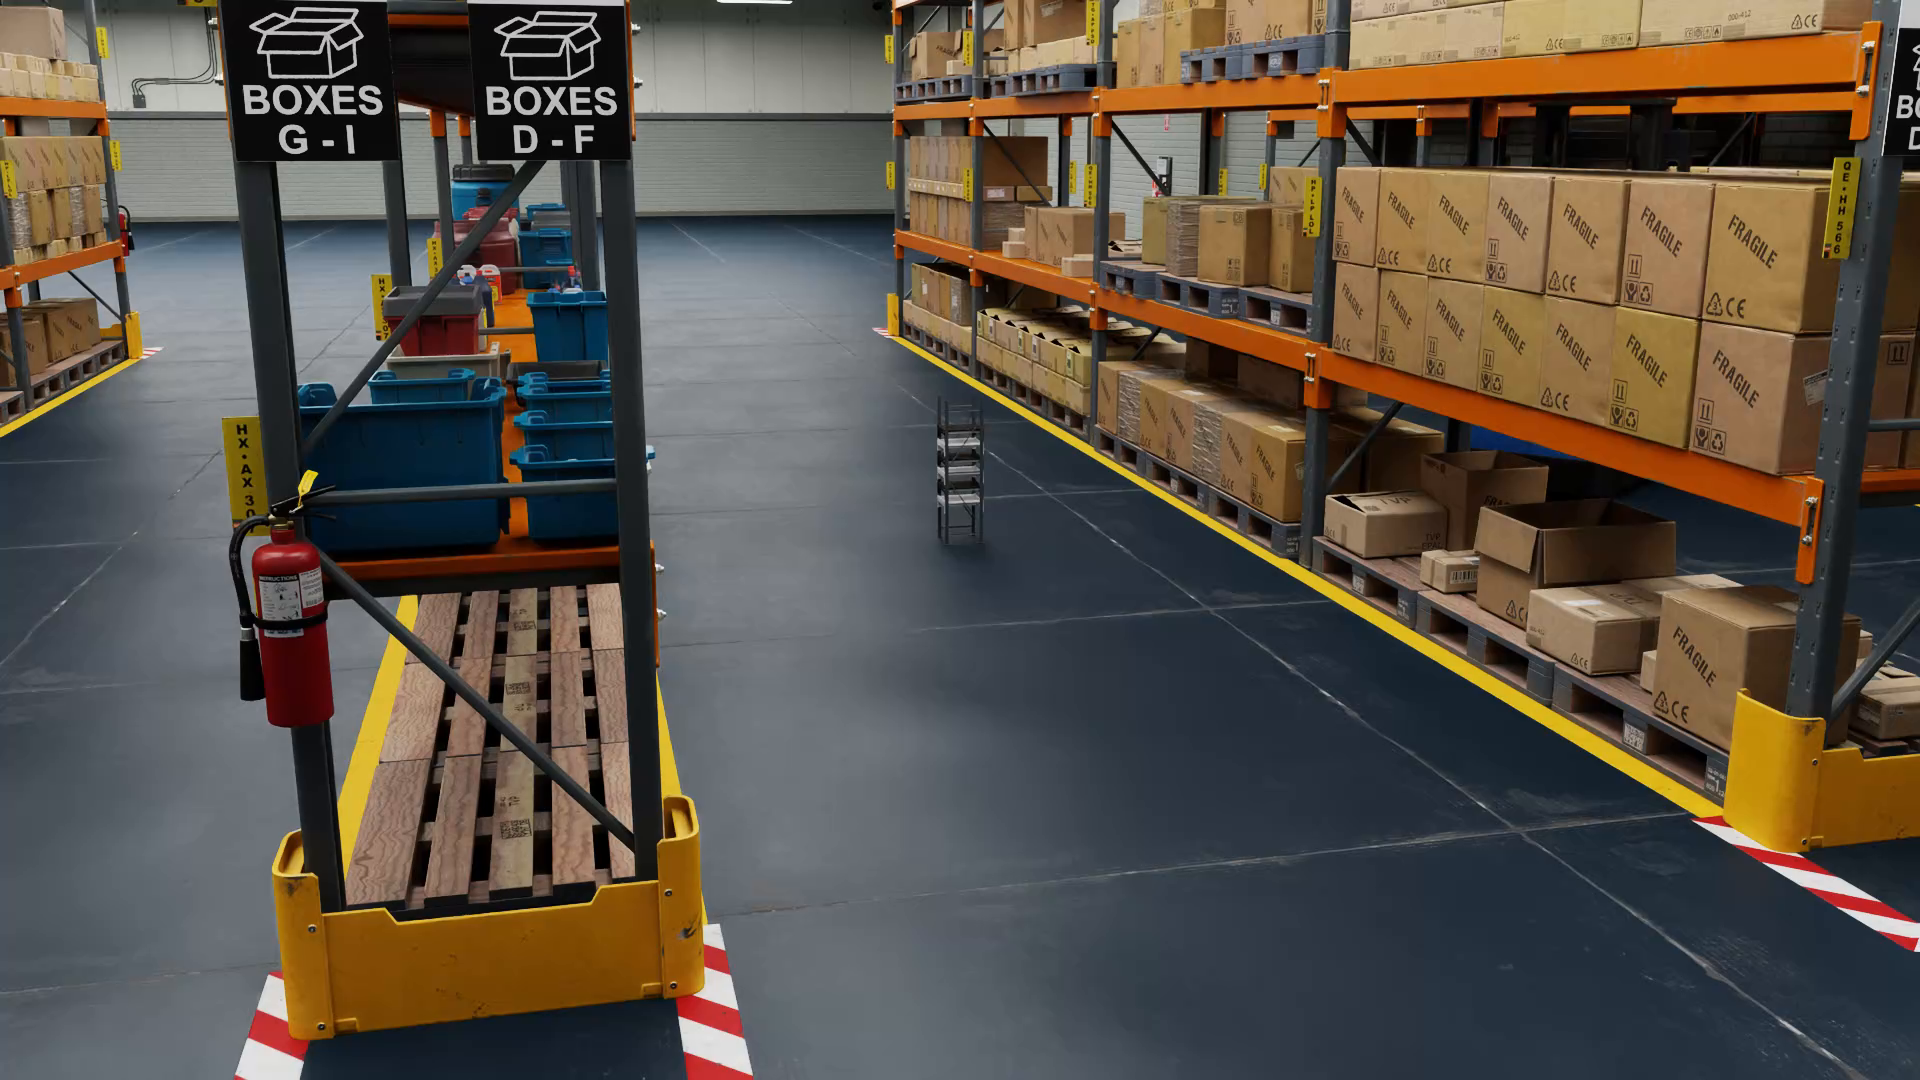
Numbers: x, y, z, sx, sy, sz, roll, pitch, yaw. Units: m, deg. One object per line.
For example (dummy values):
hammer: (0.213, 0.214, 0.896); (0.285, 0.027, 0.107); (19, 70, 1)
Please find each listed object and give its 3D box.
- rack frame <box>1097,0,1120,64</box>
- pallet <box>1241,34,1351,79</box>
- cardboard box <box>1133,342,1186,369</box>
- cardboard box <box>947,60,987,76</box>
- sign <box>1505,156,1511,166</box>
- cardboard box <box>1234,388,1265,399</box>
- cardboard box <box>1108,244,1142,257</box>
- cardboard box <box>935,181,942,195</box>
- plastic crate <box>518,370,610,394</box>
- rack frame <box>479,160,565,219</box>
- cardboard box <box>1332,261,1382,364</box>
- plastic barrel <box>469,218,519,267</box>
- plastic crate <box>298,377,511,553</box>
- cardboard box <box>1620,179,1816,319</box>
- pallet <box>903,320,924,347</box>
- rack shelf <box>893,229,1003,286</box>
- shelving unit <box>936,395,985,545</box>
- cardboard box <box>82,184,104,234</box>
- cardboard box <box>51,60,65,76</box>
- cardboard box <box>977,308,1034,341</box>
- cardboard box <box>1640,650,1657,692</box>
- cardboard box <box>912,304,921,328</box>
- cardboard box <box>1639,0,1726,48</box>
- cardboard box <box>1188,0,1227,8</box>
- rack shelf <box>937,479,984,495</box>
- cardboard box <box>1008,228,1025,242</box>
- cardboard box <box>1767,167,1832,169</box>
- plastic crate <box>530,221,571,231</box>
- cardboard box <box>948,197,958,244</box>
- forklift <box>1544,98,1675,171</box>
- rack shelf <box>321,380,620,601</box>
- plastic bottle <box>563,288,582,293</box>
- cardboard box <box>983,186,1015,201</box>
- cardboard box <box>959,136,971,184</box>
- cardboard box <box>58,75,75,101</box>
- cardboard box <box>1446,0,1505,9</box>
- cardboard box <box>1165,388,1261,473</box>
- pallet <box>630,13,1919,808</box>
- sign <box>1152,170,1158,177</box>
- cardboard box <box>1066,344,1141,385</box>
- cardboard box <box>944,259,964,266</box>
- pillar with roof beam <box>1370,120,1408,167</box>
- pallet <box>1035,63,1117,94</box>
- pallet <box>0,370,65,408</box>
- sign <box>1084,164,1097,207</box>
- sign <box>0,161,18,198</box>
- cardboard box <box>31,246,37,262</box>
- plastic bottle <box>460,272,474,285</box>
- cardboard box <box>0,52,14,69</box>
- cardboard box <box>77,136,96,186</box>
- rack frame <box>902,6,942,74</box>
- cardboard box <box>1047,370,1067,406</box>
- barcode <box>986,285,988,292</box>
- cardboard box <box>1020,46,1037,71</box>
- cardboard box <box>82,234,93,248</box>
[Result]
rack frame: (1.560, -5.159, 12.584); (1.000, 3.000, 0.127); (-3, 14, -13)
pallet: (2.414, -2.842, 9.817); (1.213, 0.211, 1.003); (-3, 14, -13)
cardboard box: (1.722, -1.523, 14.067); (0.500, 0.311, 0.500); (-3, 14, -11)
cardboard box: (0.072, -5.038, 17.757); (0.380, 0.149, 0.250); (-3, 14, -13)
sign: (5.973, -4.039, 18.199); (0.100, 0.325, 0.005); (-3, 14, -13)
cardboard box: (2.258, -0.802, 11.728); (0.500, 0.500, 0.500); (-4, 14, -15)
cardboard box: (1.517, -2.288, 13.660); (0.500, 0.311, 0.500); (-2, 14, -10)
cardboard box: (-0.076, -3.997, 18.890); (0.380, 0.149, 0.250); (-3, 14, -13)
plastic crate: (-1.495, -0.520, 6.463); (0.416, 0.233, 0.300); (-3, 14, -13)
rack frame: (-5.135, -3.815, 19.723); (1.000, 3.000, 0.127); (-3, 14, -13)
cardboard box: (2.354, -1.238, 8.963); (0.500, 0.500, 0.500); (-3, 14, -12)
plastic barrel: (-3.804, -2.347, 13.476); (0.421, 0.512, 0.421); (0, 14, 0)
plastic crate: (-1.637, -0.237, 4.877); (0.616, 0.435, 0.499); (-3, 14, -13)
cardboard box: (2.948, -1.138, 6.446); (0.500, 0.500, 0.500); (-3, 14, -12)
pallet: (-4.296, -5.899, 22.211); (7.996, 5.868, 8.017); (-3, 14, -13)
rack shelf: (0.151, -3.280, 19.047); (1.077, 0.370, 4.000); (-3, 14, -13)
shelving unit: (0.002, -0.435, 10.313); (0.258, 0.900, 0.210); (-3, 14, -13)
cardboard box: (-9.613, -3.495, 17.576); (0.875, 0.500, 0.500); (-3, 14, -13)
cardboard box: (-9.282, -4.770, 16.787); (0.380, 0.149, 0.250); (-4, 14, -16)
cardboard box: (0.475, -2.199, 16.836); (0.500, 0.311, 0.500); (-3, 14, -13)
cardboard box: (3.064, 0.553, 6.886); (0.380, 0.166, 0.250); (-3, 14, -13)
cardboard box: (-0.288, -2.708, 20.098); (0.500, 0.250, 0.500); (-3, 14, -13)
cardboard box: (2.955, -2.003, 6.303); (0.500, 0.250, 0.500); (-3, 14, -13)
cardboard box: (1.896, -3.900, 11.433); (0.500, 0.500, 0.500); (-3, 14, -13)
rack shelf: (0.002, -0.315, 10.342); (0.258, 0.077, 0.200); (-3, 14, -13)
cardboard box: (0.779, -2.984, 16.636); (0.500, 0.250, 0.500); (-2, 14, -10)
cardboard box: (6.851, -2.879, 13.432); (0.500, 0.250, 0.500); (-4, 14, -15)
plastic crate: (-3.338, -2.391, 13.757); (0.402, 0.464, 0.583); (-3, 14, -13)
cardboard box: (0.266, -3.556, 18.450); (0.700, 0.500, 0.500); (-3, 14, -12)
forklift: (5.413, -2.194, 13.234); (1.260, 2.935, 5.027); (10, 17, 36)
rack shelf: (-1.847, -0.331, 6.566); (0.919, 0.124, 3.809); (-3, 14, -13)
plastic bottle: (-2.327, -1.382, 10.024); (0.152, 0.276, 0.135); (-3, 14, -13)
cardboard box: (0.348, -3.582, 17.192); (0.380, 0.149, 0.250); (-3, 14, -13)
cardboard box: (0.390, -4.065, 17.801); (0.700, 0.500, 0.500); (-3, 14, -13)
cardboard box: (-9.357, -4.593, 16.901); (0.500, 0.250, 0.500); (-3, 14, -12)
cardboard box: (2.597, -2.592, 7.659); (0.500, 0.250, 0.500); (-3, 14, -13)
cardboard box: (1.758, -0.767, 11.586); (0.500, 0.500, 0.500); (-4, 14, -15)
pallet: (-5.602, -7.268, 27.534); (7.867, 5.999, 48.037); (-3, 14, -13)
sign: (3.511, -6.617, 30.000); (0.001, 0.109, 0.331); (-3, 14, -13)
cardboard box: (1.198, -1.493, 13.944); (0.500, 0.311, 0.500); (-3, 14, -12)
cardboard box: (0.096, -3.216, 20.599); (0.500, 0.500, 0.500); (-3, 14, -13)
pillar with roof beam: (1.316, -6.929, 19.826); (9.100, 9.000, 0.400); (-3, 14, -13)
pallet: (1.314, -3.762, 13.583); (1.213, 0.211, 1.003); (-3, 14, -11)
pallet: (-9.202, -1.415, 15.773); (1.003, 0.211, 1.213); (-3, 14, -13)
sign: (1.021, -2.776, 13.029); (0.100, 0.325, 0.005); (-3, 14, -13)
sign: (-8.471, -3.211, 14.809); (0.100, 0.325, 0.005); (-3, 14, -13)
cardboard box: (-8.899, -2.675, 15.586); (0.380, 0.149, 0.250); (-3, 14, -13)
plastic bottle: (-3.300, -1.658, 11.163); (0.097, 0.271, 0.097); (0, 14, 0)
cardboard box: (-8.958, -4.408, 15.306); (0.380, 0.149, 0.250); (-3, 14, -13)
cardboard box: (-9.457, -3.990, 17.494); (0.500, 0.500, 0.500); (-3, 14, -13)
rack frame: (-0.316, -7.005, 20.139); (0.949, 2.616, 0.053); (-3, 14, -13)
cardboard box: (1.075, -1.340, 14.499); (0.500, 0.250, 0.500); (-3, 14, -14)
barcode: (0.276, -2.551, 16.867); (0.001, 0.075, 0.075); (-3, 14, -13)
cardboard box: (0.888, -4.487, 15.583); (0.500, 0.250, 0.500); (-5, 15, -19)
cardboard box: (-9.471, -3.192, 17.701); (0.380, 0.149, 0.250); (-3, 14, -13)
